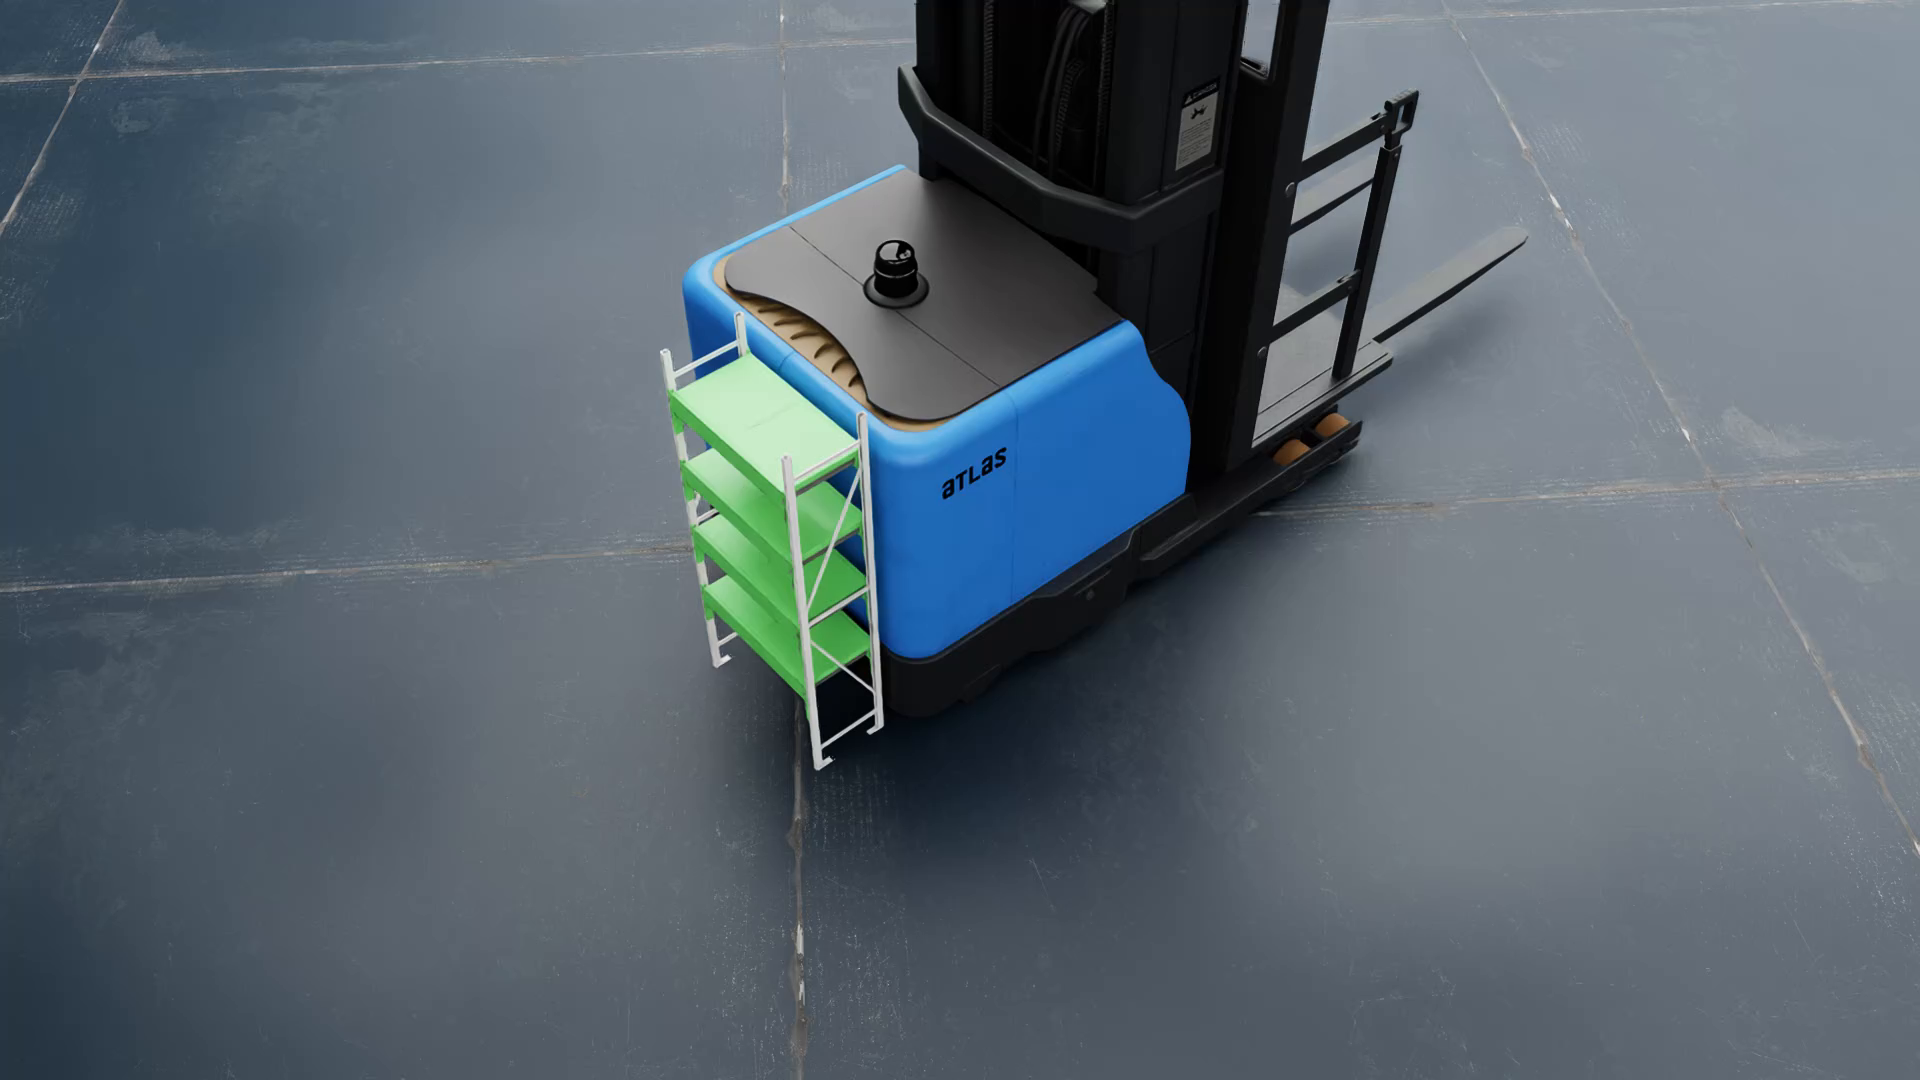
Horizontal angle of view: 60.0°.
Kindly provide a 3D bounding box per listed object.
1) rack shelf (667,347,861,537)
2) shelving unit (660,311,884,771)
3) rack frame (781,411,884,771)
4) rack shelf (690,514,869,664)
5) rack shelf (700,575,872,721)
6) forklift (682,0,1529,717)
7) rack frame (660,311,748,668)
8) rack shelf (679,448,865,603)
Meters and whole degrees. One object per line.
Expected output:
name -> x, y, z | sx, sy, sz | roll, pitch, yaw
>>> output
rack shelf -> -0.472, -0.248, 4.086 | 0.258, 0.148, 0.480 | -32, 54, -27
shelving unit -> -0.472, 0.038, 4.388 | 0.258, 1.200, 0.503 | -32, 54, -27
rack frame -> -0.312, 0.172, 4.261 | 0.240, 1.200, 0.015 | -32, 54, -27
rack shelf -> -0.472, 0.082, 4.434 | 0.258, 0.148, 0.480 | -32, 54, -27
rack shelf -> -0.472, 0.247, 4.608 | 0.258, 0.148, 0.480 | -32, 54, -27
forklift -> 0.683, -1.430, 4.586 | 3.031, 2.935, 1.130 | -32, 54, -26
rack frame -> -0.632, -0.096, 4.515 | 0.240, 1.200, 0.015 | -32, 54, -27
rack shelf -> -0.472, -0.083, 4.260 | 0.258, 0.148, 0.480 | -32, 54, -27
